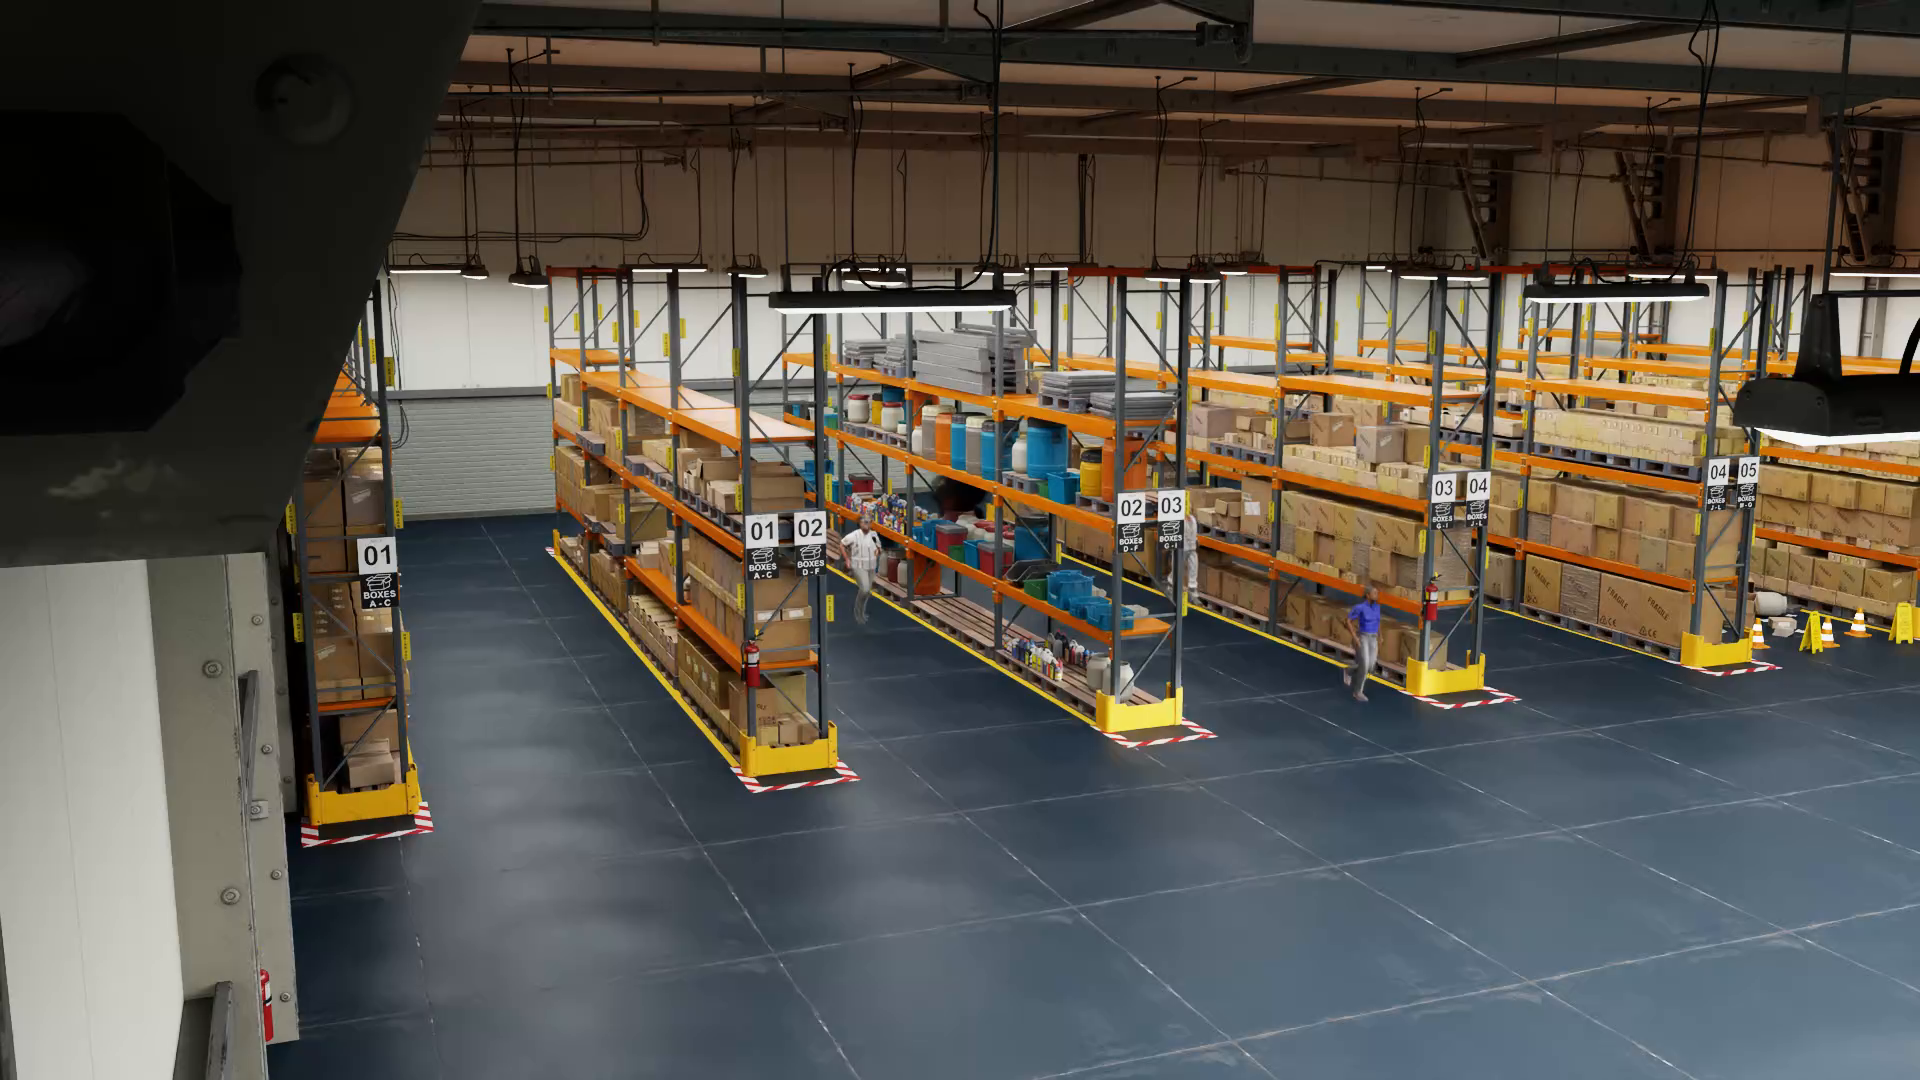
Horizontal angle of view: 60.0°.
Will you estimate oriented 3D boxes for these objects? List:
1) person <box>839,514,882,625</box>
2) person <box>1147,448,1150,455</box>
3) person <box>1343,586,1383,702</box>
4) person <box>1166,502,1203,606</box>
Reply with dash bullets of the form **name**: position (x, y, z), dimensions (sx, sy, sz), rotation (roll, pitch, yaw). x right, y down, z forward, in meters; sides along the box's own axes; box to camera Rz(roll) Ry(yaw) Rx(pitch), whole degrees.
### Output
- **person**: position (-1.545, 0.484, 27.234), dimensions (0.650, 1.841, 0.648), rotation (-7, 12, -36)
- **person**: position (4.265, -1.337, 39.368), dimensions (0.766, 1.693, 0.579), rotation (2, 10, 11)
- **person**: position (5.781, 1.448, 23.803), dimensions (0.615, 1.612, 0.611), rotation (-5, 11, -28)
- **person**: position (3.870, 0.213, 28.487), dimensions (0.661, 1.823, 0.942), rotation (-5, 11, -28)
